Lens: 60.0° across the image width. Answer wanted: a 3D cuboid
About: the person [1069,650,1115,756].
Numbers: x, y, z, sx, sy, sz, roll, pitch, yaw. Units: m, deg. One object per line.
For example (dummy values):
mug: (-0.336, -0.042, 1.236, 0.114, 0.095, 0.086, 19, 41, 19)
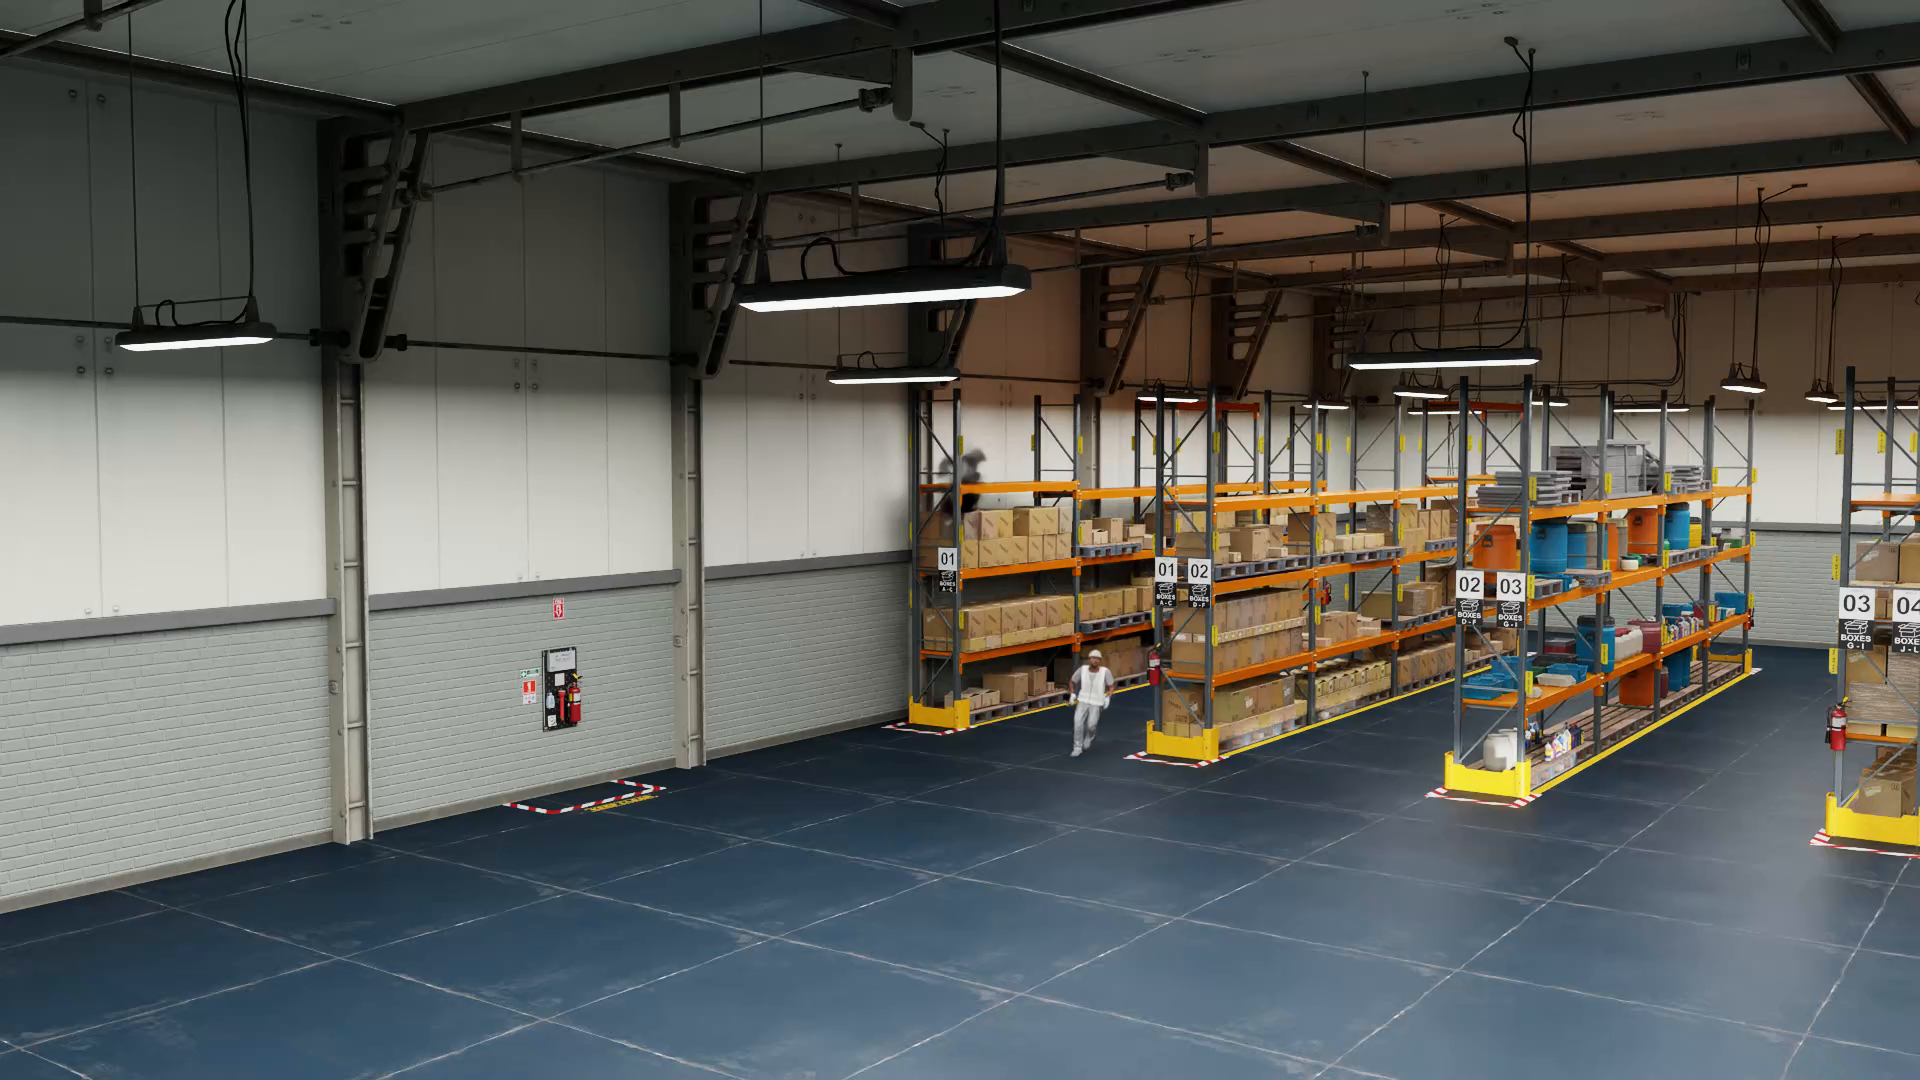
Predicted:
person: (2.106, 2.624, 26.774, 0.737, 1.716, 0.549, 1, 3, 12)
